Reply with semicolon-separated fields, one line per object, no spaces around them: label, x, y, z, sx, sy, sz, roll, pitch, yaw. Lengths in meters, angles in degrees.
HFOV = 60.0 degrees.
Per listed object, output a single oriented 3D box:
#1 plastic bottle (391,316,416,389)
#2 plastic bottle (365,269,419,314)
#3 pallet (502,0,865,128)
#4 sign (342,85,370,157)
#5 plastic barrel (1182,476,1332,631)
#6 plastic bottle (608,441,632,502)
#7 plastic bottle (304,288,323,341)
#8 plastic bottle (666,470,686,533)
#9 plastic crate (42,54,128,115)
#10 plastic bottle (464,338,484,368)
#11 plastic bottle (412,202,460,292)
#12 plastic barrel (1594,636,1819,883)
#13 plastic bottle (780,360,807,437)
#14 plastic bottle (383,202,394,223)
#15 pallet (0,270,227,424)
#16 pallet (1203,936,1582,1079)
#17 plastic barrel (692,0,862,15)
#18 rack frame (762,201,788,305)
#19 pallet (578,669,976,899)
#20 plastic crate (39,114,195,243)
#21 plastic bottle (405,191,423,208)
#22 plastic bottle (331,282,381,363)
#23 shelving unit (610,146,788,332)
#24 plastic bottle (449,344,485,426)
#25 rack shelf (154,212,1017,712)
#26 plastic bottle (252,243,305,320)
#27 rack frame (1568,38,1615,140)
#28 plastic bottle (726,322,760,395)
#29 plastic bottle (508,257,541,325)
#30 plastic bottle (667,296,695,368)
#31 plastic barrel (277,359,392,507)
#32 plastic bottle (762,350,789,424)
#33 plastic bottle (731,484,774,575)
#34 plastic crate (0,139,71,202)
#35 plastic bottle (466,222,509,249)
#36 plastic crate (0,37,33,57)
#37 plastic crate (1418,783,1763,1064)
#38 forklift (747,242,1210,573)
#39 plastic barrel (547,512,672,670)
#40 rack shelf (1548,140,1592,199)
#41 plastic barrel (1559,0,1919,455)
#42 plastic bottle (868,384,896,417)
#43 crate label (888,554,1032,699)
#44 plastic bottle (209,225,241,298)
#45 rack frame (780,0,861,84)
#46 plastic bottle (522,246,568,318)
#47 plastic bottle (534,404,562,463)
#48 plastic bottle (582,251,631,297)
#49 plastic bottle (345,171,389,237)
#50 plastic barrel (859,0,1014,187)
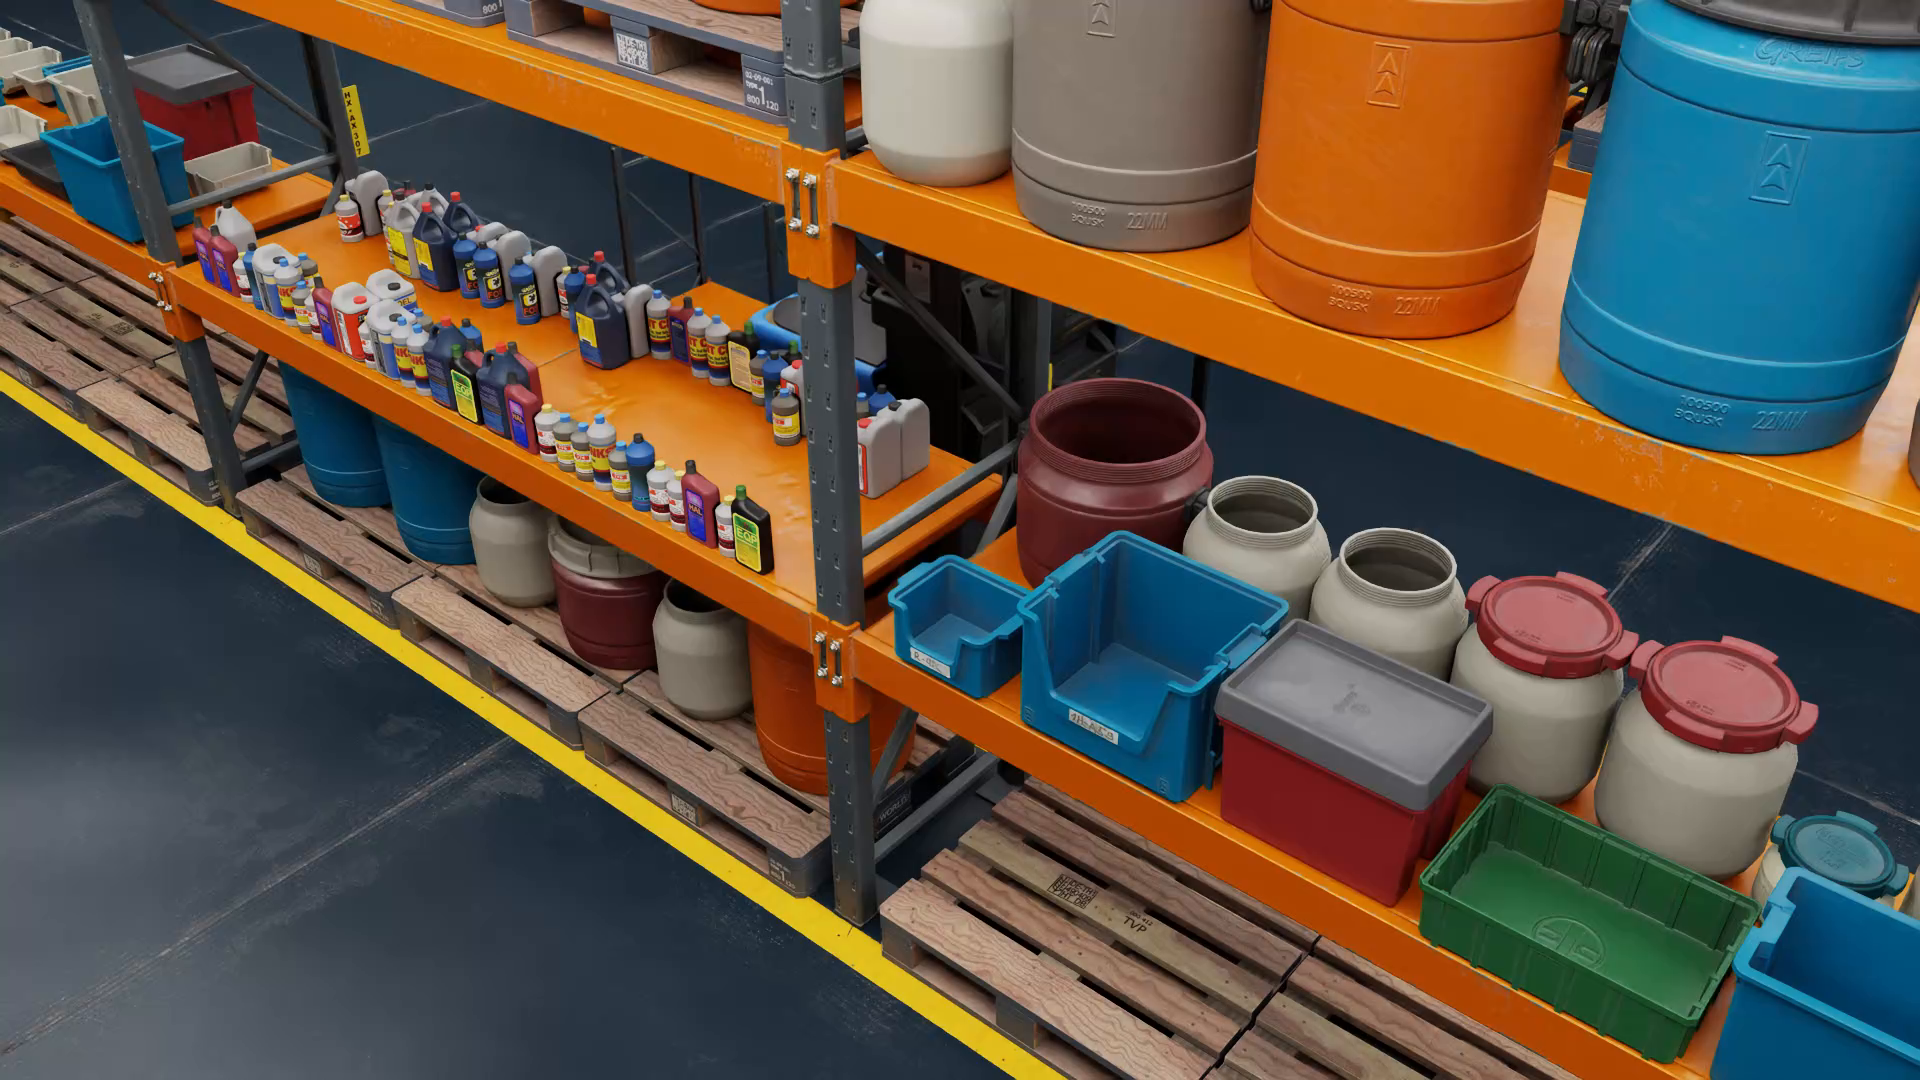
plastic bottle;-2.074;-0.711;6.250;0.097;0.271;0.097;0;34;0
plastic bottle;-2.227;-0.917;6.545;0.135;0.276;0.152;25;42;32
pallet;-0.599;-1.600;4.948;1.213;0.211;1.003;25;42;32
sign;-2.794;-1.924;7.657;0.005;0.325;0.100;25;42;32
plastic barrel;0.854;0.111;4.839;0.421;0.512;0.421;0;34;0
plastic bottle;-1.136;-0.240;5.626;0.097;0.201;0.097;0;34;0
plastic bottle;-2.533;-0.899;6.584;0.097;0.201;0.097;0;34;0
plastic bottle;-0.912;-0.134;5.472;0.097;0.201;0.097;0;34;0
plastic crate;-4.479;-2.343;8.607;0.300;0.233;0.416;25;42;32
plastic bottle;-1.741;-0.591;6.063;0.133;0.283;0.061;25;42;32
plastic bottle;-2.182;-1.230;6.935;0.185;0.351;0.144;25;42;32
plastic barrel;1.842;0.563;4.160;0.433;0.535;0.433;0;34;0
plastic bottle;-0.555;-0.536;5.990;0.135;0.276;0.152;25;42;32
plastic bottle;-2.467;-1.382;7.288;0.097;0.201;0.097;0;34;0
pallet;-4.679;-1.113;9.184;1.213;0.211;1.003;25;42;32
pallet;1.431;1.767;4.991;1.213;0.211;1.003;25;42;32
plastic barrel;-0.508;-1.916;4.490;0.708;0.830;0.600;25;42;32
rack frame;-0.687;-0.945;7.802;0.032;1.500;0.500;25;42;32
pallet;-0.706;0.760;6.457;1.213;0.211;1.003;25;42;32
plastic crate;-3.724;-1.610;7.406;0.575;0.384;0.392;25;42;32
plastic bottle;-2.357;-1.385;7.227;0.135;0.276;0.152;25;42;32
plastic bottle;-2.324;-0.851;6.449;0.135;0.276;0.152;25;42;32
shelving unit;-1.083;-1.134;8.076;1.083;1.500;0.587;25;42;32
plastic bottle;-1.780;-0.564;6.025;0.133;0.283;0.061;25;42;32
rack shelf;-1.610;-0.550;6.537;4.000;0.370;1.077;25;42;32
plastic bottle;-2.754;-1.054;6.744;0.135;0.276;0.152;25;42;32
rack frame;3.096;-2.277;8.416;0.127;3.000;1.000;25;42;32
plastic bottle;-0.806;-0.691;6.209;0.133;0.283;0.061;25;42;32
plastic bottle;-1.753;-1.007;6.680;0.097;0.271;0.097;0;34;0
plastic bottle;-1.058;-0.810;6.383;0.133;0.283;0.061;25;42;32
plastic barrel;-2.740;-0.675;7.565;0.708;0.901;0.600;25;42;32
plastic bottle;-0.665;-0.561;6.032;0.097;0.271;0.097;0;34;0
plastic bottle;-0.657;-0.035;5.254;0.133;0.283;0.061;25;42;32
plastic crate;-4.180;-1.771;7.869;0.590;0.125;0.437;25;42;32
plastic bottle;-1.969;-1.203;6.961;0.135;0.276;0.152;25;42;32
plastic crate;-5.265;-2.608;9.078;0.243;0.136;0.396;25;42;32
plastic crate;1.482;0.906;3.968;0.662;0.188;0.450;25;42;32
forklift;0.495;-0.972;6.577;3.031;2.935;1.130;25;42;32
plastic barrel;-1.328;0.120;6.685;0.708;0.588;0.600;25;42;32
rack shelf;4.633;-1.256;7.565;4.000;0.370;1.077;25;42;32
plastic barrel;1.466;-0.680;2.998;0.708;0.901;0.600;25;42;32
plastic bottle;-0.271;-0.420;5.826;0.097;0.271;0.097;0;34;0
crate label;0.011;0.263;4.866;0.416;0.233;0.303;25;42;32
plastic bottle;-3.036;-1.156;6.887;0.133;0.283;0.061;25;42;32
rack frame;-0.073;-2.595;3.580;0.127;3.000;1.000;25;42;32
plastic bottle;-1.688;-1.070;6.768;0.135;0.276;0.152;25;42;32
plastic bottle;-1.435;-0.381;5.831;0.097;0.201;0.097;0;34;0
plastic bottle;-1.385;-0.961;6.543;0.185;0.351;0.144;25;42;32
plastic bottle;-2.638;-1.518;7.420;0.135;0.276;0.152;25;42;32
plastic barrel;-0.031;-1.159;4.039;0.421;0.512;0.421;0;34;0
